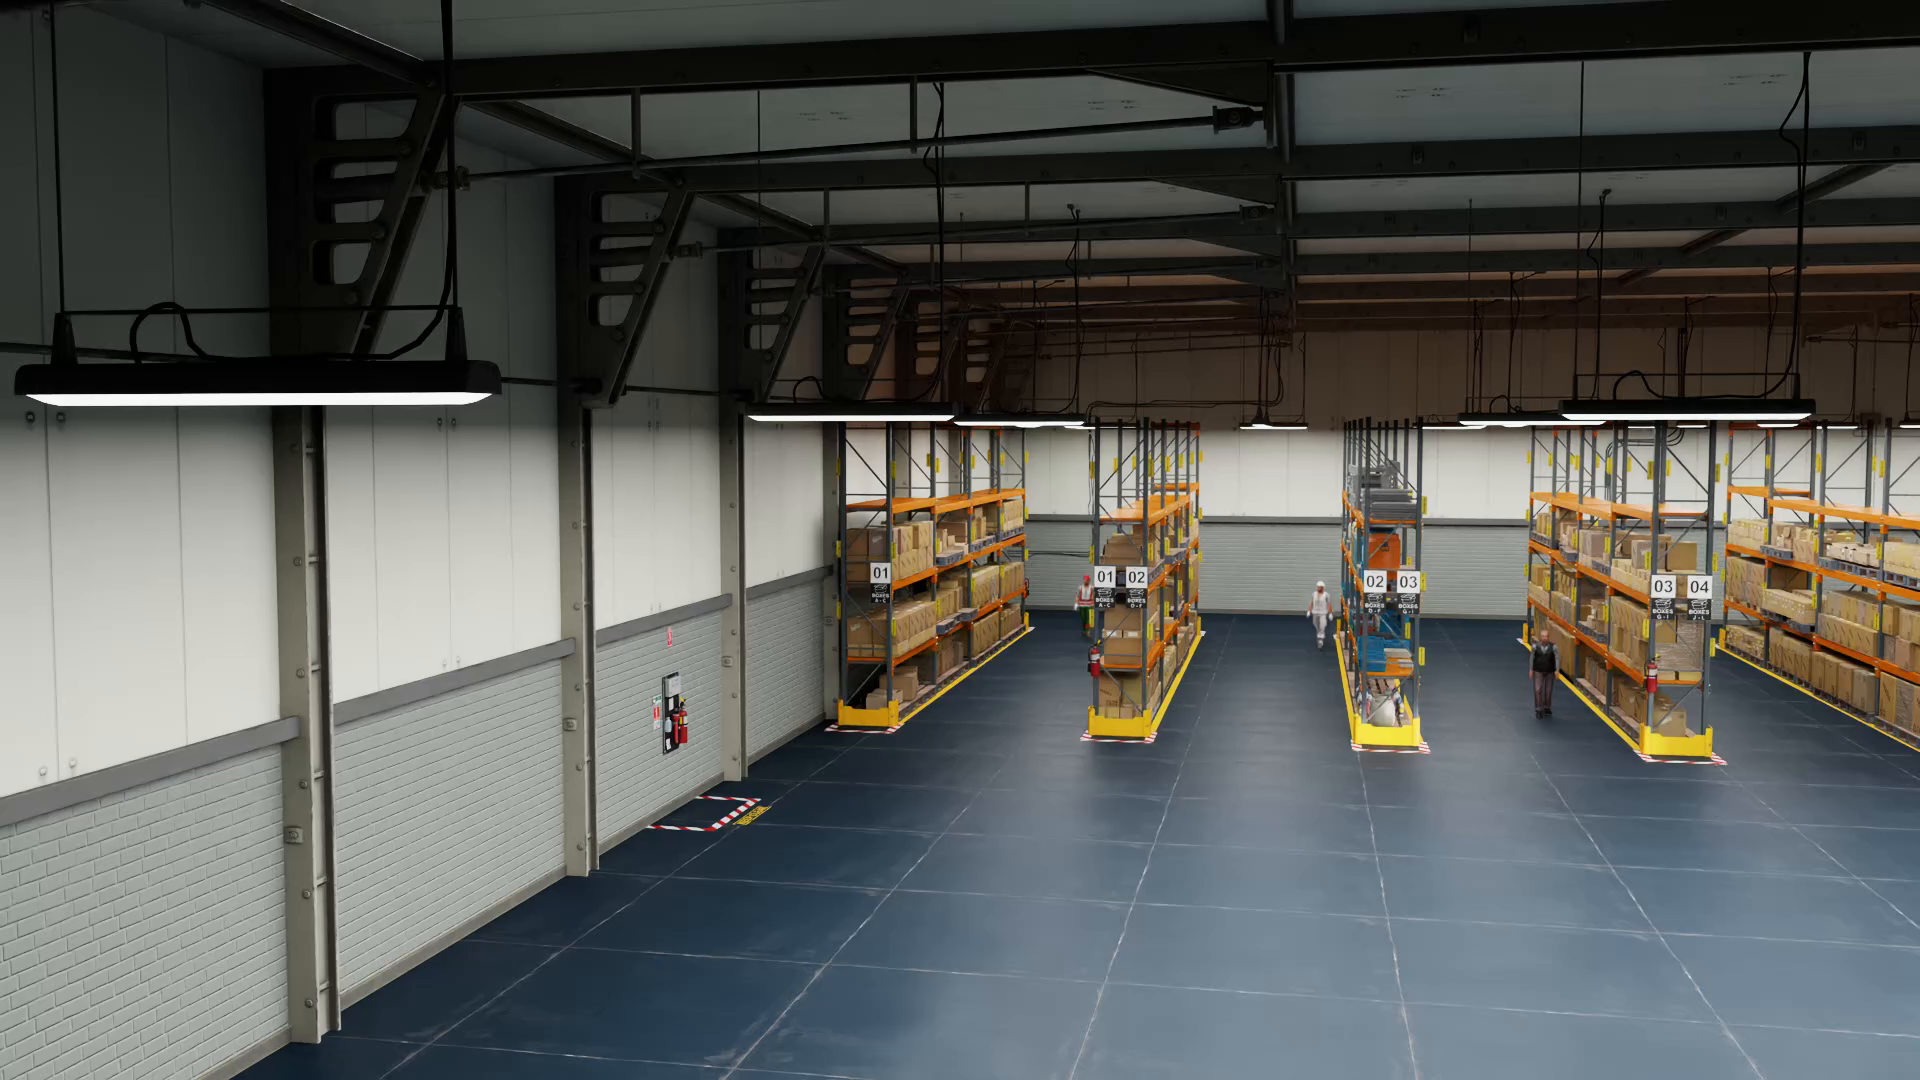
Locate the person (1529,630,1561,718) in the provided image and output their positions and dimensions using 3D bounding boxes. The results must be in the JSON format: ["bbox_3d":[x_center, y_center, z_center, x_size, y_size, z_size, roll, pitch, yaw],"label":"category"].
[{"bbox_3d":[11.793,2.693,33.541,0.594,1.736,0.671,2,4,23],"label":"person"}]

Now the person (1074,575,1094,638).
[{"bbox_3d":[3.514,1.840,46.330,0.642,1.727,1.098,1,4,9],"label":"person"}]

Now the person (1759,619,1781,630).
[{"bbox_3d":[21.905,1.976,44.887,0.566,1.657,0.980,-2,4,-27],"label":"person"}]

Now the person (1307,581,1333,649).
[{"bbox_3d":[9.506,1.968,44.042,0.641,1.731,0.978,2,4,29],"label":"person"}]
